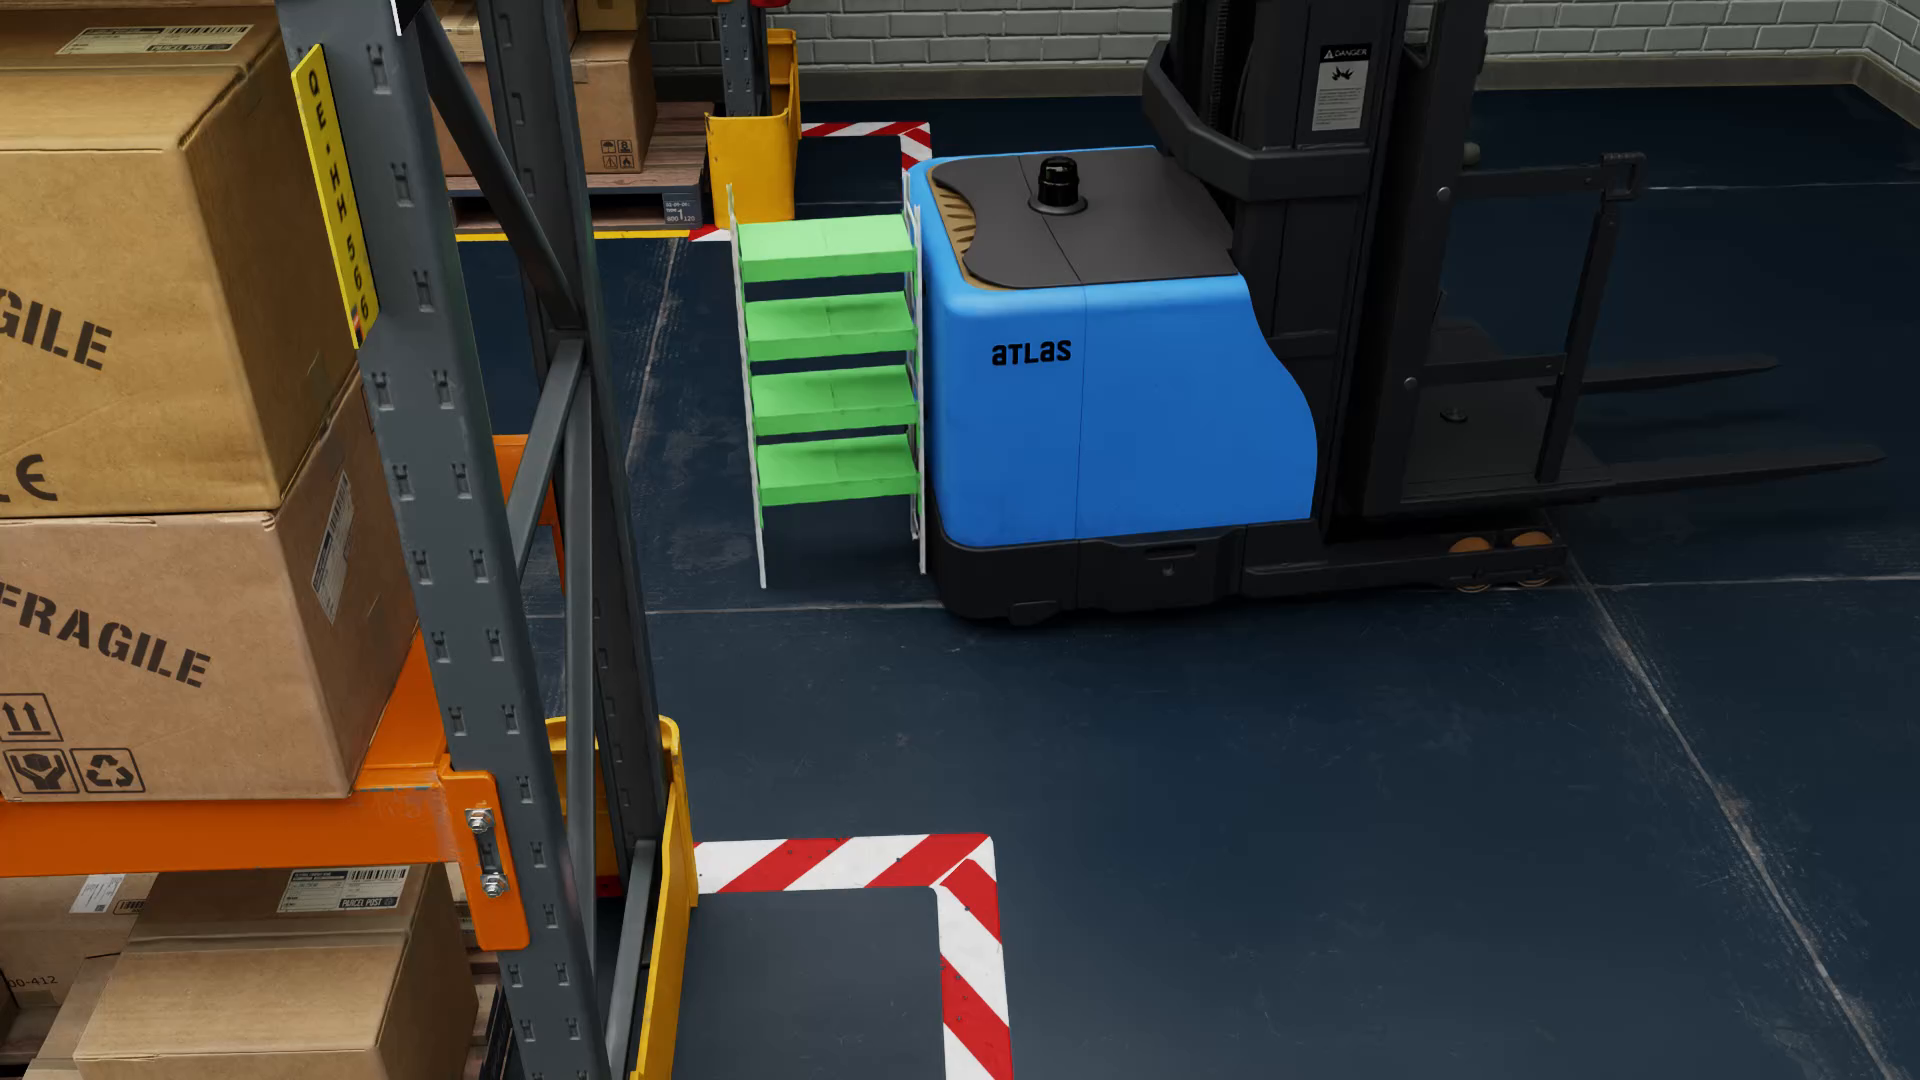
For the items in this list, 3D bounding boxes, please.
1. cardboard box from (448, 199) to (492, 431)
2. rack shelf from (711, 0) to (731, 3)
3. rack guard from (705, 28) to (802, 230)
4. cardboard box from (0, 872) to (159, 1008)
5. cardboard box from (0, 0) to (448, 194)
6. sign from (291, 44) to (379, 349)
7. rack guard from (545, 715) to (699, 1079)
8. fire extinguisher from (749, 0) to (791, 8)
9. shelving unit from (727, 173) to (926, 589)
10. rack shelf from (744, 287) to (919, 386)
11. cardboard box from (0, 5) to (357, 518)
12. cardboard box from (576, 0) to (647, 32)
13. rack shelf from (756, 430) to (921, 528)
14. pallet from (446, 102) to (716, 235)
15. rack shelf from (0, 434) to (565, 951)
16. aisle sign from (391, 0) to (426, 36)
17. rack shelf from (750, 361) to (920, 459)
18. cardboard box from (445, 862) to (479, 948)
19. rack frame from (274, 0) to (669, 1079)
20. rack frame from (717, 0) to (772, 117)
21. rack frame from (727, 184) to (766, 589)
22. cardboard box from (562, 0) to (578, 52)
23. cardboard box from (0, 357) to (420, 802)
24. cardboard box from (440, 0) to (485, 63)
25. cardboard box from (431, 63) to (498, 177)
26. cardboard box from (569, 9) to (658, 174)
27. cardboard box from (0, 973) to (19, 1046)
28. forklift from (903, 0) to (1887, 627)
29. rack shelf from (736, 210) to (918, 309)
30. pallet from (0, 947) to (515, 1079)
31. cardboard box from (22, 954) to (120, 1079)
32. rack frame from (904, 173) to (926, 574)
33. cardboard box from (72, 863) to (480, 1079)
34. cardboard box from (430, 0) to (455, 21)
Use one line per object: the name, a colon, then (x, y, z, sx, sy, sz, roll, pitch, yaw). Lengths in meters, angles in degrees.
cardboard box: (-1.161, -0.270, 2.916, 0.500, 0.500, 0.500, -1, 35, -1)
rack shelf: (-2.941, -2.557, 6.941, 4.000, 0.370, 1.077, -2, 35, -2)
rack guard: (-0.919, -1.879, 7.526, 0.348, 0.500, 1.175, -2, 35, -2)
cardboard box: (-1.761, 0.726, 3.595, 0.500, 0.250, 0.500, -2, 35, -2)
cardboard box: (-1.161, -0.681, 2.632, 0.500, 0.500, 0.500, -1, 35, -1)
sign: (-0.699, -0.381, 1.869, 0.005, 0.325, 0.100, -2, 35, -2)
rack guard: (-0.781, 0.939, 3.454, 0.348, 0.500, 1.175, -2, 35, -2)
fire extinguisher: (-0.771, -2.463, 6.569, 0.183, 0.674, 0.296, -2, 35, -2)
shelving unit: (-0.371, -0.435, 4.824, 0.503, 1.200, 0.258, -5, 35, -7)
rack shelf: (-0.371, -0.580, 4.724, 0.480, 0.148, 0.258, -5, 35, -7)
cardboard box: (-1.137, -0.375, 2.189, 0.500, 0.500, 0.500, -2, 35, -3)
cardboard box: (-1.522, -2.359, 7.281, 0.250, 0.149, 0.380, -1, 35, -2)
rack shelf: (-0.371, -0.185, 4.997, 0.480, 0.148, 0.258, -5, 35, -7)
pallet: (-1.738, -1.694, 7.512, 1.213, 0.211, 1.003, -2, 35, -2)
rack shelf: (-2.703, 0.259, 2.872, 4.000, 0.370, 1.077, -2, 35, -2)
aisle sign: (-0.622, -0.987, 1.756, 0.004, 0.787, 0.394, -2, 35, -2)
rack shelf: (-0.371, -0.382, 4.861, 0.480, 0.148, 0.258, -5, 35, -7)
cardboard box: (-1.140, 0.717, 3.697, 0.250, 0.149, 0.380, -2, 35, -2)
rack frame: (-0.705, -0.091, 2.745, 0.127, 3.000, 1.000, -2, 35, -2)
rack frame: (-0.943, -2.906, 6.814, 0.127, 3.000, 1.000, -2, 35, -2)
rack frame: (-0.612, -0.413, 4.793, 0.015, 1.200, 0.240, -5, 35, -7)
cardboard box: (-1.757, -2.135, 6.957, 0.250, 0.149, 0.380, -2, 35, -3)
cardboard box: (-1.140, 0.035, 2.476, 0.500, 0.500, 0.500, -1, 35, -1)
cardboard box: (-2.013, -2.128, 6.946, 0.250, 0.149, 0.380, -1, 35, -1)
cardboard box: (-2.138, -1.962, 7.277, 0.500, 0.500, 0.700, -2, 35, -2)
cardboard box: (-1.638, -1.976, 7.296, 0.500, 0.500, 0.700, -2, 35, -2)
cardboard box: (-2.187, 1.022, 3.167, 0.500, 0.250, 0.500, -2, 35, -2)
forklift: (1.377, -1.339, 4.609, 3.031, 2.935, 1.130, -5, 35, -7)
rack shelf: (-0.371, -0.777, 4.587, 0.480, 0.148, 0.258, -5, 35, -7)
pallet: (-1.577, 1.080, 3.504, 1.213, 0.211, 1.003, -2, 35, -2)
cardboard box: (-1.645, 1.008, 3.261, 0.250, 0.166, 0.380, -2, 35, -2)
rack frame: (-0.130, -0.457, 4.855, 0.015, 1.200, 0.240, -5, 35, -7)
cardboard box: (-1.236, 0.911, 3.108, 0.500, 0.500, 0.500, -2, 35, -2)
cardboard box: (-2.278, -2.339, 7.251, 0.250, 0.149, 0.380, -1, 35, -2)
